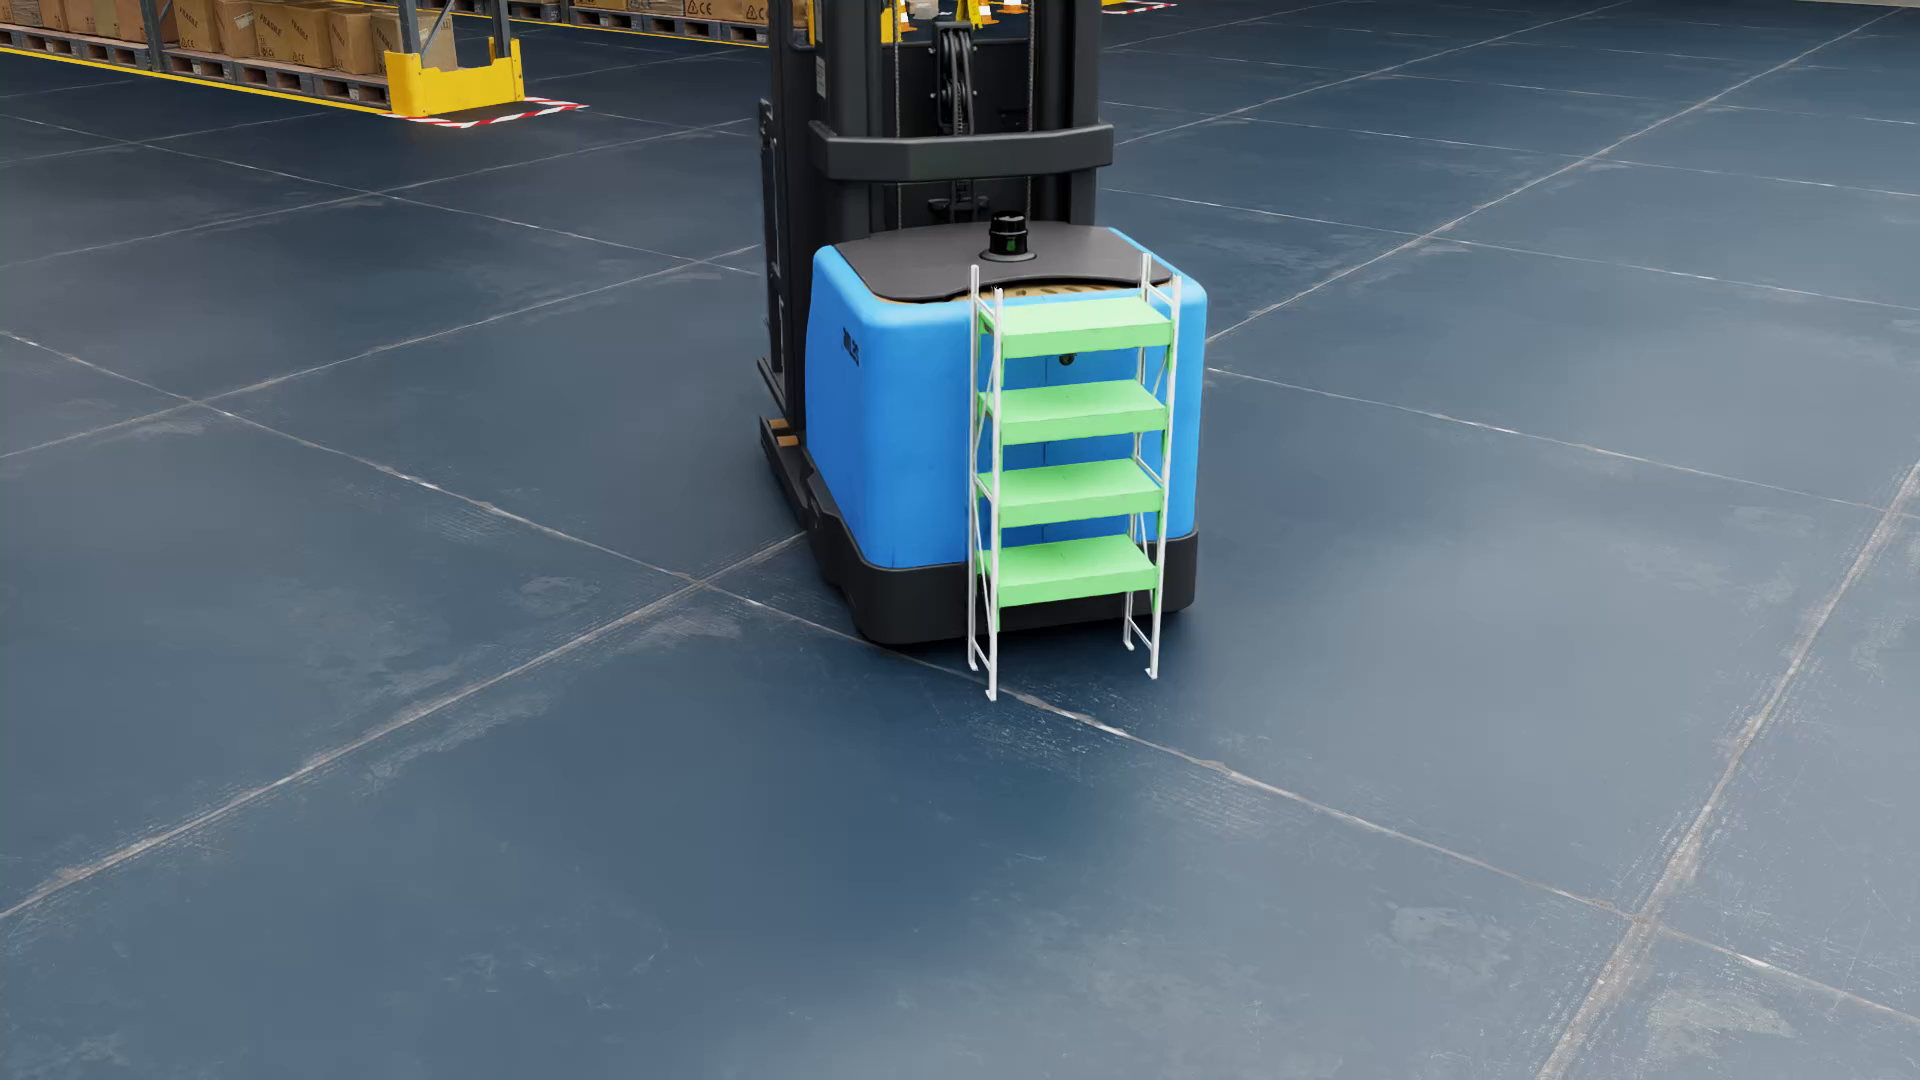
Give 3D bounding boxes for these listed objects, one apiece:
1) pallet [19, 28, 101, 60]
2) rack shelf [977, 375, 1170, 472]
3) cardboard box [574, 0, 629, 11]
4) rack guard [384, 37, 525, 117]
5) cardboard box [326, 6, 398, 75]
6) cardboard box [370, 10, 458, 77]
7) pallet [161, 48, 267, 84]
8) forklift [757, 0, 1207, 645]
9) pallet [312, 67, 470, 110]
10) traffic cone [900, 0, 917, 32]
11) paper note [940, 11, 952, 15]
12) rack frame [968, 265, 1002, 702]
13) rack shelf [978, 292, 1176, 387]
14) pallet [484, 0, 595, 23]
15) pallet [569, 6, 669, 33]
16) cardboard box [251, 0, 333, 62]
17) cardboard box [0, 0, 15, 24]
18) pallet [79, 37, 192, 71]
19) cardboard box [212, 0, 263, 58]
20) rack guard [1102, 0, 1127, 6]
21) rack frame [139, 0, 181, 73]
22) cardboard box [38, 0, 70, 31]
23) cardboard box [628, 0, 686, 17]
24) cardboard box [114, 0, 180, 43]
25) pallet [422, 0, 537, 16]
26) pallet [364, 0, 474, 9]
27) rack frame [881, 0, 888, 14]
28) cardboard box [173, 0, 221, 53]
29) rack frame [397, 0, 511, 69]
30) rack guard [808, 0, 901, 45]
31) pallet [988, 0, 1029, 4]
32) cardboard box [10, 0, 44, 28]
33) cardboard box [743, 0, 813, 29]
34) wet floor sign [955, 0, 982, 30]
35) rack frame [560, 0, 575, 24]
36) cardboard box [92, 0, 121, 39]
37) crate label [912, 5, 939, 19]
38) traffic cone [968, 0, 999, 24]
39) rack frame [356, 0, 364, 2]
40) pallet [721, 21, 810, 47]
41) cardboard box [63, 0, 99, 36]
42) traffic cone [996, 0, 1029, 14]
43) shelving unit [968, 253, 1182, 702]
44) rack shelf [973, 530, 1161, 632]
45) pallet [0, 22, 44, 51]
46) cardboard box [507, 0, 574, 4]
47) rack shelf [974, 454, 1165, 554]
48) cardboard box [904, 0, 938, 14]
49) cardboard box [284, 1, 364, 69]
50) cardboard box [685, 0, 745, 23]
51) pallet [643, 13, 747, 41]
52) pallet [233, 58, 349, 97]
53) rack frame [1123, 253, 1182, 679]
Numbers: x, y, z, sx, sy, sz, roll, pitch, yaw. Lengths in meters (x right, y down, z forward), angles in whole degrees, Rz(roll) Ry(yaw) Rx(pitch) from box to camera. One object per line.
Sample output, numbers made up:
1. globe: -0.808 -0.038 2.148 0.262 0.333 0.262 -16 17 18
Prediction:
1. pallet: -8.979 -5.202 17.294 1.213 0.211 1.003 17 29 33
2. rack shelf: 0.302 -0.323 4.551 0.480 0.148 0.258 -6 26 -14
3. cardboard box: -3.858 -6.616 19.160 0.875 0.875 0.875 17 29 34
4. rack guard: -4.235 -3.902 13.987 0.348 0.500 1.175 17 29 33
5. cardboard box: -5.162 -4.366 14.519 0.500 0.500 0.500 -17 29 -34
6. cardboard box: -4.663 -4.233 14.216 0.500 0.500 0.500 -20 31 -38
7. pallet: -6.816 -4.568 15.856 1.213 0.211 1.003 17 29 33
8. forklift: -0.147 -1.603 5.753 1.130 2.935 3.031 -6 25 -14
9. pallet: -4.864 -3.978 14.517 1.213 0.211 1.003 17 29 33
10. traffic cone: -0.692 -6.029 18.861 0.334 0.463 0.336 17 29 33
11. paper note: -0.181 -6.453 20.358 0.142 0.019 0.148 7 25 15
12. rack frame: 0.066 -0.136 4.565 0.015 1.200 0.240 -6 26 -14
13. rack shelf: 0.303 -0.540 4.450 0.480 0.148 0.258 -6 26 -14
14. pallet: -4.982 -6.457 20.144 1.213 0.211 1.003 17 29 33
15. pallet: -3.757 -6.086 19.301 1.213 0.211 1.003 17 29 33
16. cardboard box: -6.072 -4.673 15.215 0.500 0.500 0.500 14 27 29
17. cardboard box: -10.027 -5.864 17.894 0.500 0.500 0.700 15 28 31
18. pallet: -7.998 -4.907 16.625 1.213 0.211 1.003 17 29 33
19. cardboard box: -6.616 -4.798 15.498 0.500 0.500 0.500 -16 28 -31
20. rack guard: 1.709 -7.100 21.244 0.348 0.500 1.175 17 29 33
21. rack frame: -7.375 -5.995 15.637 0.127 3.000 1.000 17 29 33
22. cardboard box: -9.118 -5.599 17.293 0.500 0.500 0.700 20 31 38
23. cardboard box: -3.134 -6.400 18.669 0.875 0.875 0.875 17 29 34
24. cardboard box: -7.853 -5.208 16.405 0.500 0.500 0.700 14 28 29
25. pallet: -5.962 -6.752 20.813 1.213 0.211 1.003 17 29 33
26. pallet: -6.934 -7.047 21.483 1.213 0.211 1.003 17 29 33
27. rack frame: -1.118 -6.604 17.018 0.127 3.000 1.000 17 29 33
28. cardboard box: -7.079 -4.934 15.807 0.500 0.500 0.500 16 28 32
29. rack frame: -4.174 -5.028 13.441 0.127 3.000 1.000 17 29 33
30. rack guard: -1.099 -5.454 17.509 0.348 0.500 1.175 17 29 33
31. pallet: 1.080 -7.175 21.774 1.213 0.211 1.003 17 29 33
32. cardboard box: -9.576 -5.734 17.599 0.500 0.500 0.700 14 27 29
33. cardboard box: -1.701 -5.966 17.685 0.875 0.875 0.875 17 29 34
34. wet floor sign: 0.092 -6.158 18.927 0.232 0.644 0.267 12 26 24
35. rack frame: -4.319 -7.571 19.213 0.127 3.000 1.000 17 29 33
36. cardboard box: -8.223 -5.330 16.680 0.500 0.500 0.700 17 29 33
37. crate label: -0.408 -6.333 19.953 0.298 0.136 0.250 3 24 6
38. traffic cone: 0.258 -6.312 19.501 0.334 0.463 0.336 17 29 33
39. rack frame: -7.520 -8.538 21.408 0.127 3.000 1.000 17 29 33
40. pallet: -1.805 -5.496 17.962 1.213 0.211 1.003 17 29 33
41. cardboard box: -8.671 -5.465 16.987 0.500 0.500 0.700 14 27 29
42. traffic cone: 0.652 -6.752 20.501 0.334 0.463 0.336 17 29 33
43. shelving unit: 0.301 -0.163 4.625 0.503 1.200 0.258 -6 26 -14
44. rack shelf: 0.299 0.113 4.752 0.480 0.148 0.258 -6 26 -14
45. pallet: -9.951 -5.497 17.964 1.213 0.211 1.003 17 29 33
46. cardboard box: -4.870 -6.855 19.857 0.750 0.750 1.050 17 29 33
47. rack shelf: 0.300 -0.105 4.652 0.480 0.148 0.258 -6 26 -14
48. cardboard box: -0.490 -6.586 20.513 0.380 0.149 0.250 -10 26 -21
49. cardboard box: -5.652 -4.524 14.876 0.500 0.500 0.500 20 31 38
50. cardboard box: -2.406 -6.178 18.167 0.875 0.875 0.875 16 29 32
51. pallet: -2.777 -5.791 18.632 1.213 0.211 1.003 17 29 33
52. pallet: -5.836 -4.273 15.187 1.213 0.211 1.003 17 29 33
53. rack frame: 0.536 -0.189 4.685 0.015 1.200 0.240 -6 26 -14
